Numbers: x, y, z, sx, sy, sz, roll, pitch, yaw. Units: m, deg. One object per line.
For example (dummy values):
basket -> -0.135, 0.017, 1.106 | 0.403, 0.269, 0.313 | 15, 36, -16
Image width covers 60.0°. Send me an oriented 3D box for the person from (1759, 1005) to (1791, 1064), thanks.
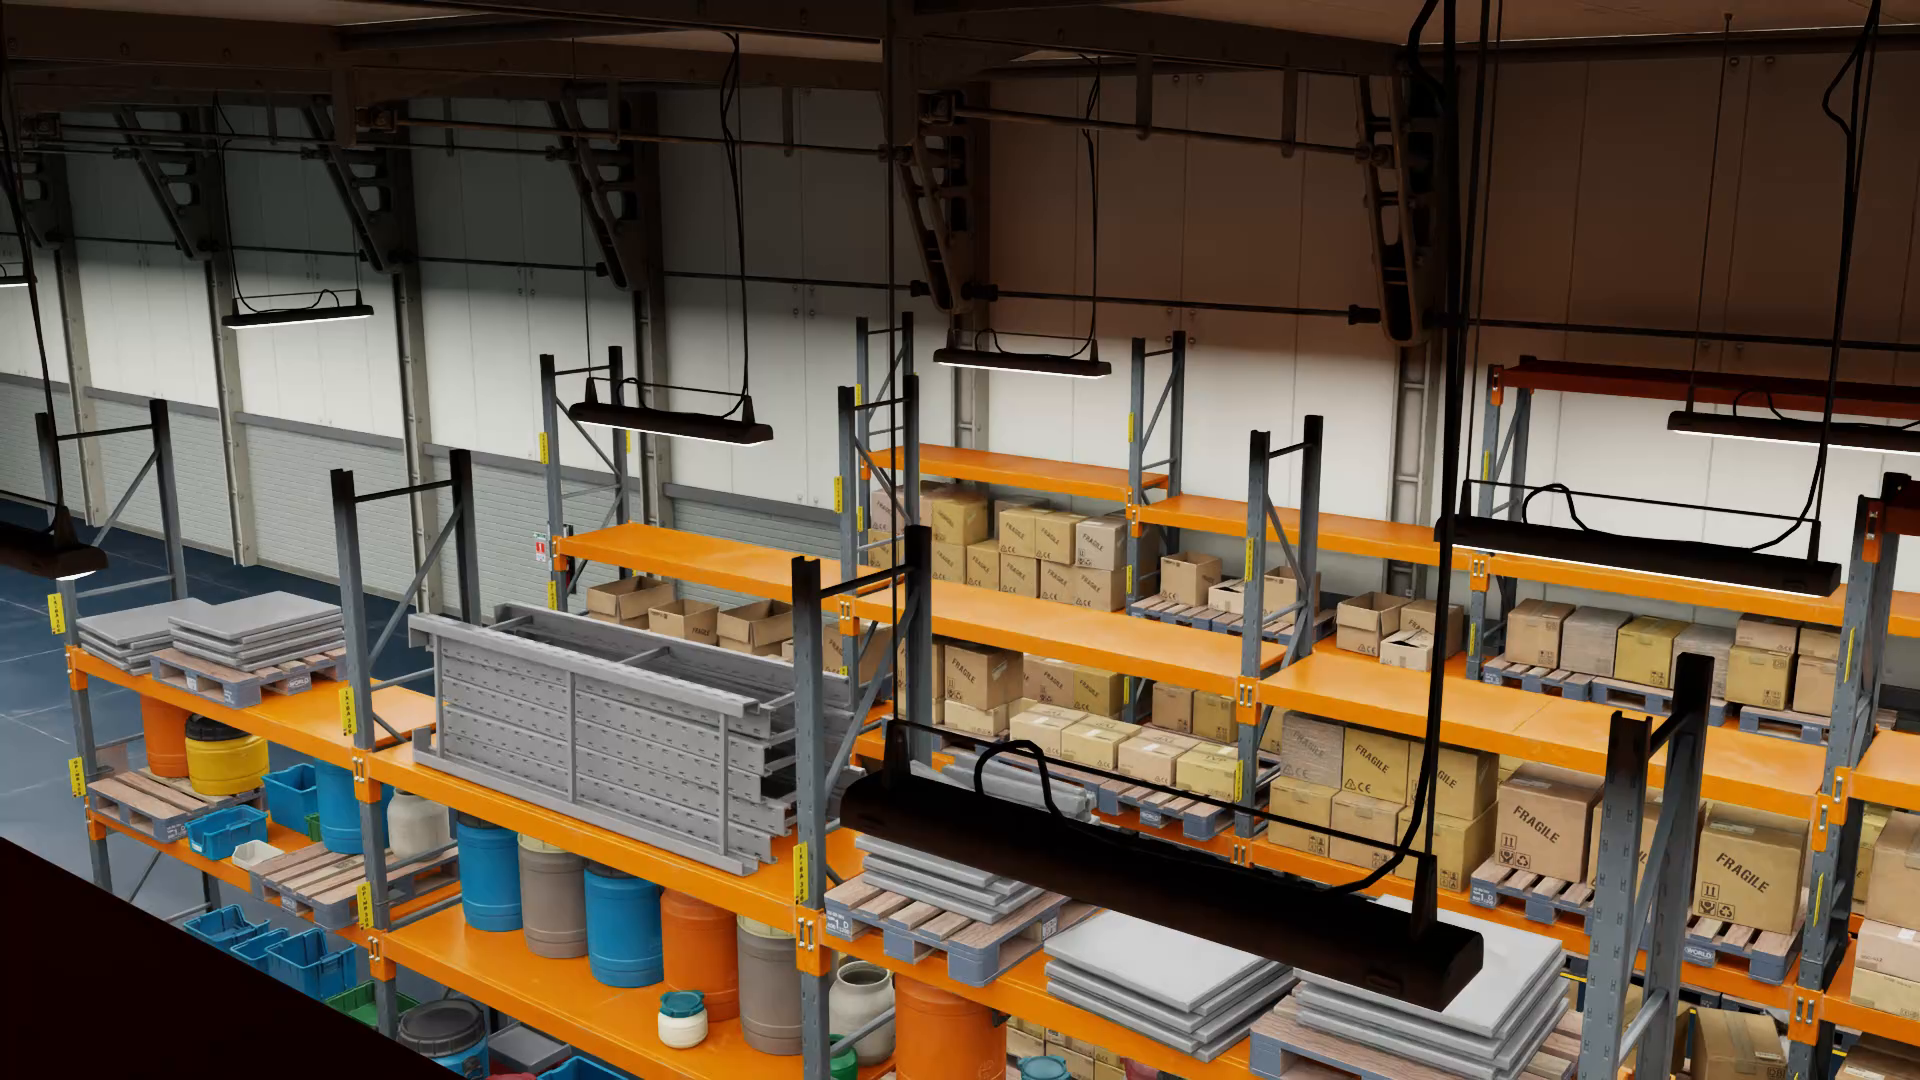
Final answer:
person -> 6.237, 4.335, 12.889 | 1.032, 1.618, 0.511 | 9, 16, 33
